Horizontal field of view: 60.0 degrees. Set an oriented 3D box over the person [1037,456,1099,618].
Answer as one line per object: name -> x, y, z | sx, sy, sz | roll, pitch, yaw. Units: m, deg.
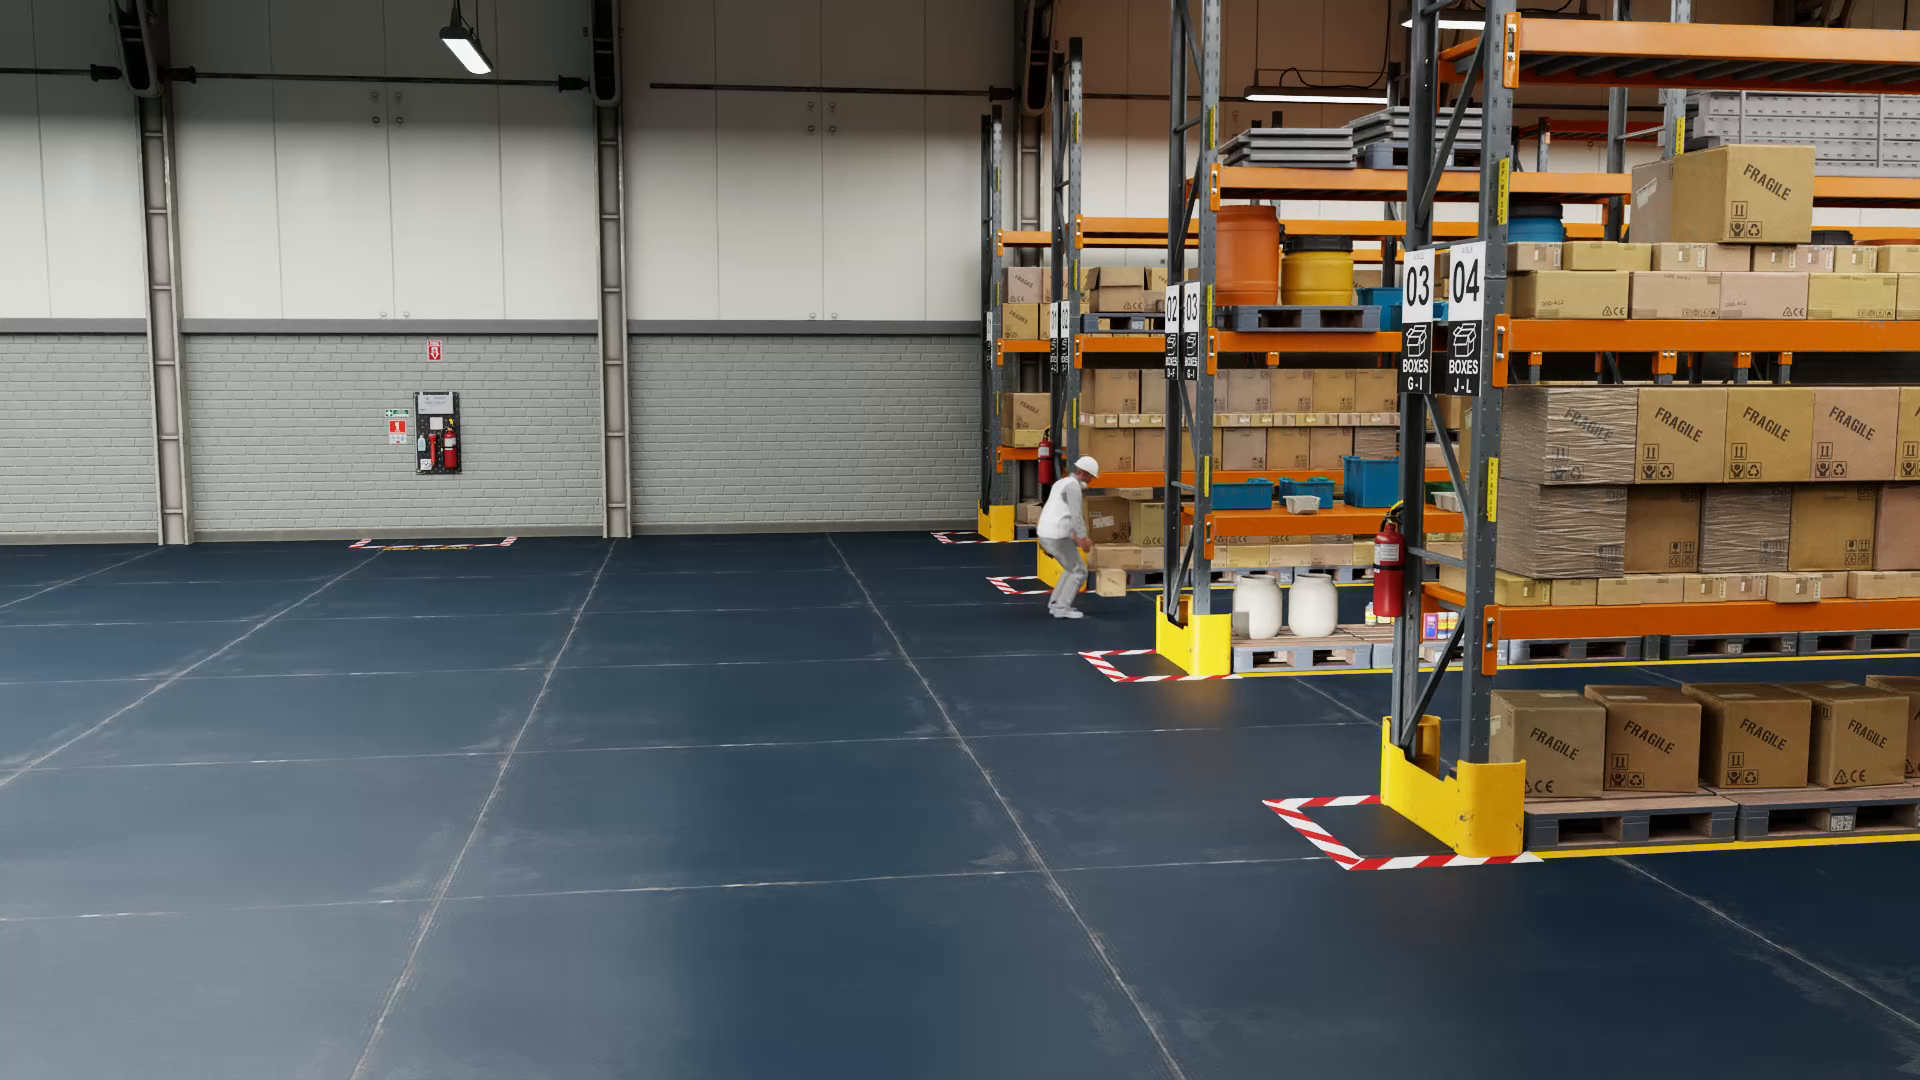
person -> 1.089, -0.037, 16.710 | 0.627, 1.607, 0.583 | -1, 6, -8
